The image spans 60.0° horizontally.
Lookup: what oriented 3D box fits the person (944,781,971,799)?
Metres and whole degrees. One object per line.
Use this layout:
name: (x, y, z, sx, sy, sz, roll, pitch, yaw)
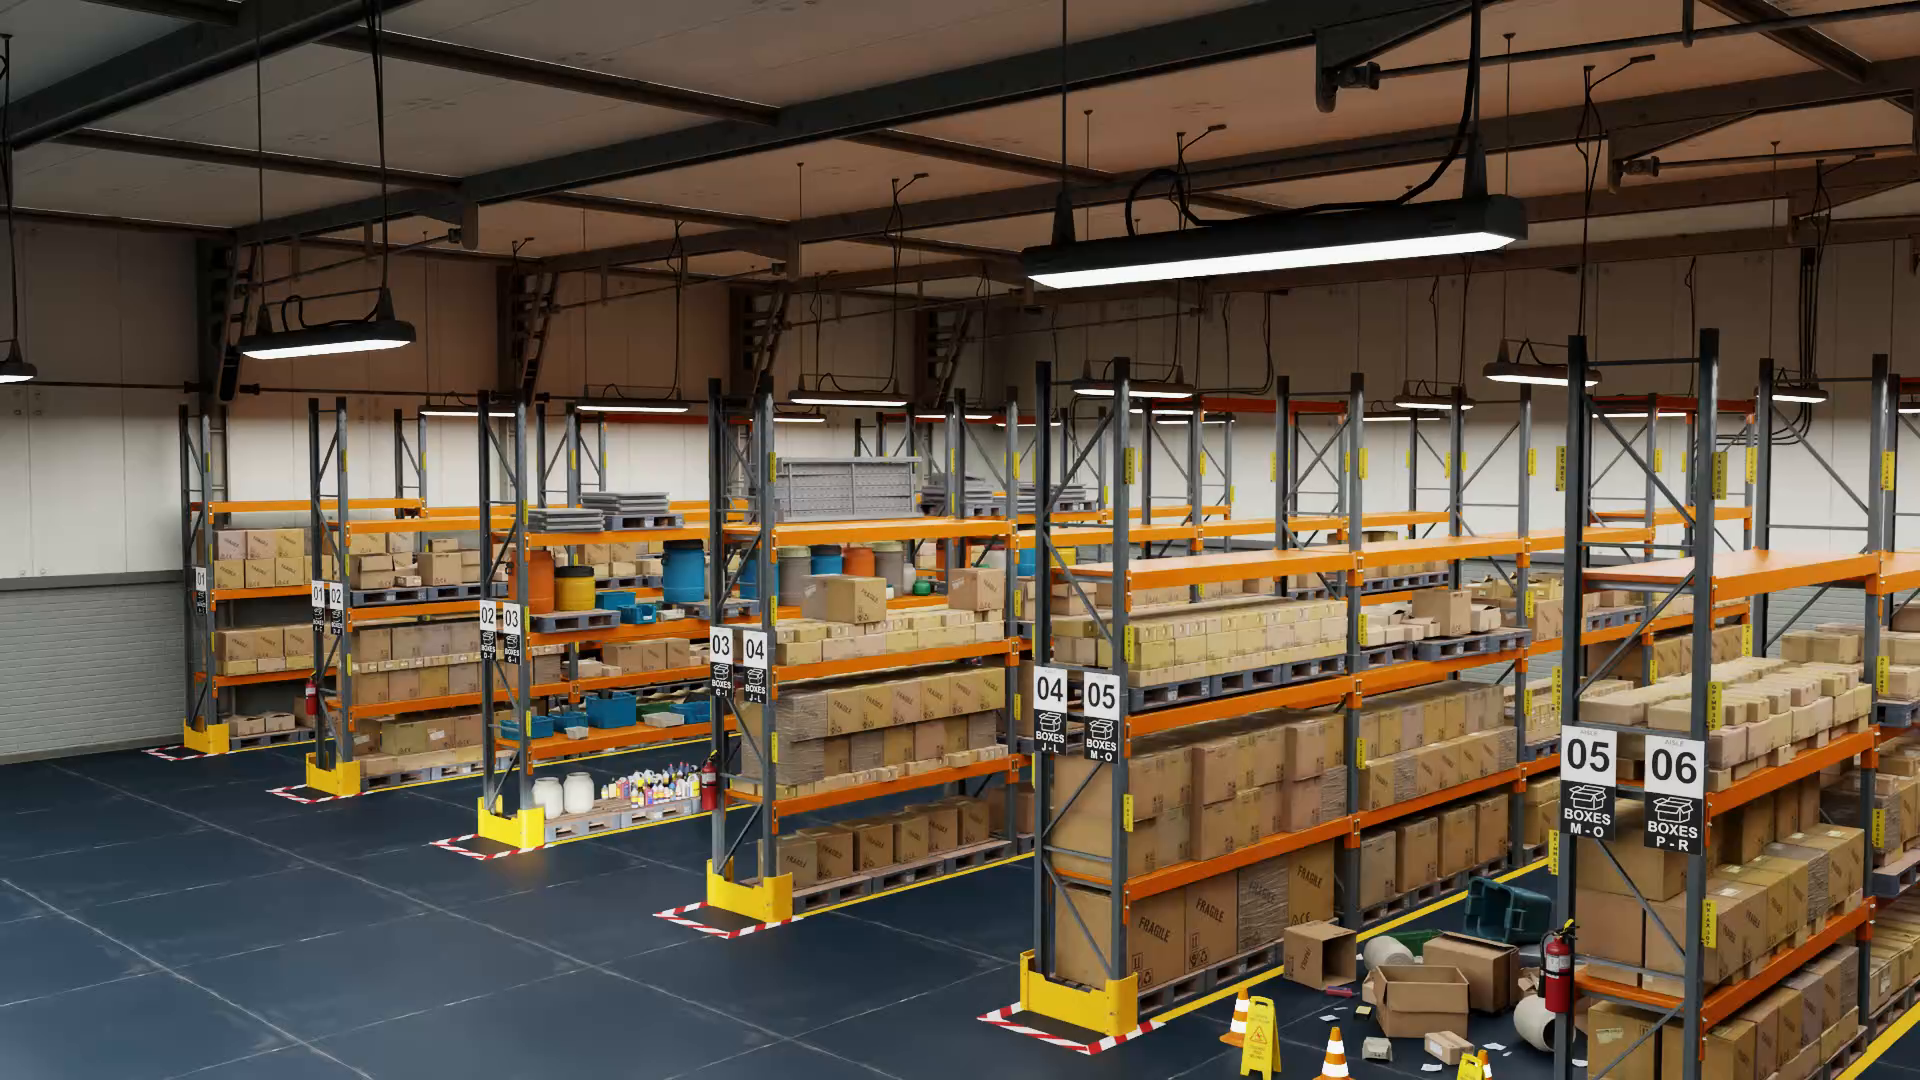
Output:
person: (-0.092, 3.060, 23.419, 0.856, 1.722, 0.579, -3, 4, -45)
